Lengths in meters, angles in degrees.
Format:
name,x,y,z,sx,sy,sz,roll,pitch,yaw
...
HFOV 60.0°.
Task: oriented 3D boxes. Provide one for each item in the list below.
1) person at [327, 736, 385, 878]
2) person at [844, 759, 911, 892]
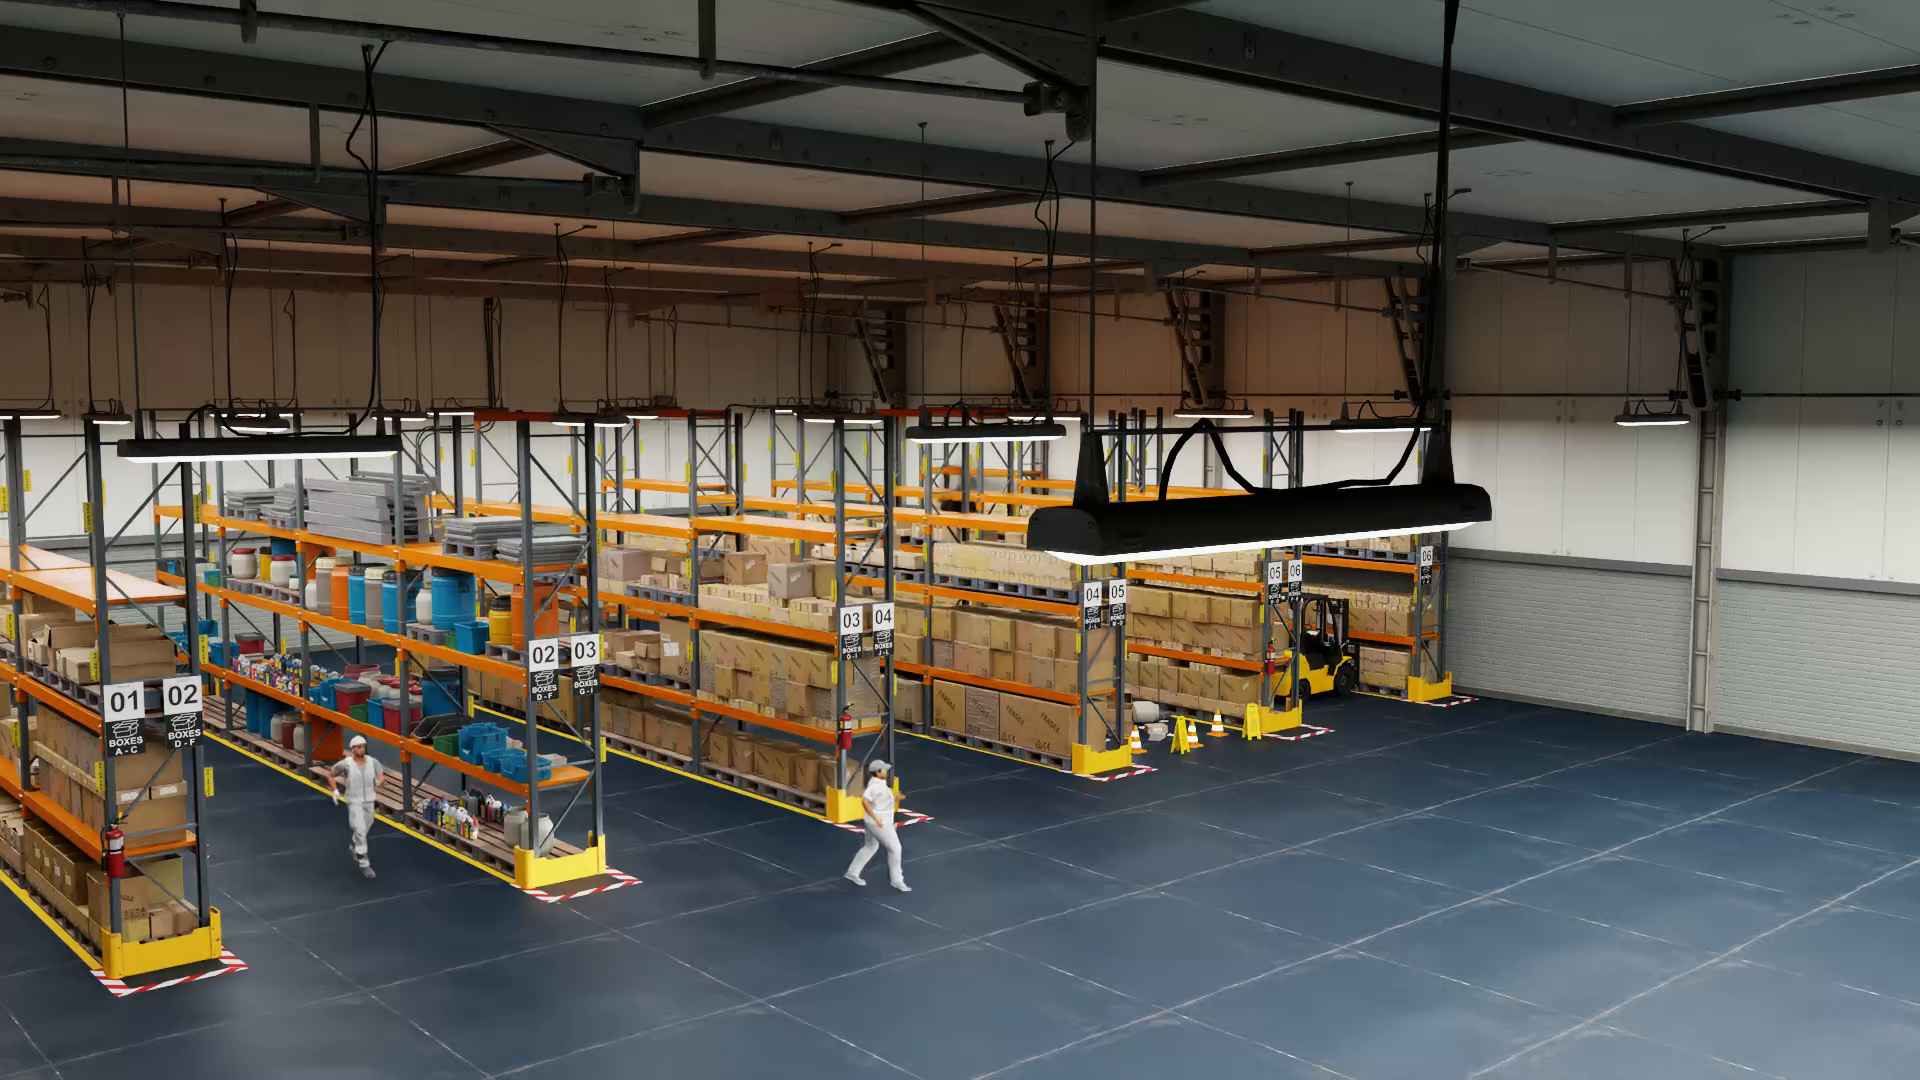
name,x,y,z,sx,sy,sz,roll,pitch,yaw
person,-7.925,3.478,21.961,0.928,1.797,0.662,5,7,44
person,-1.050,3.637,21.147,0.836,1.711,0.579,-1,5,-14
